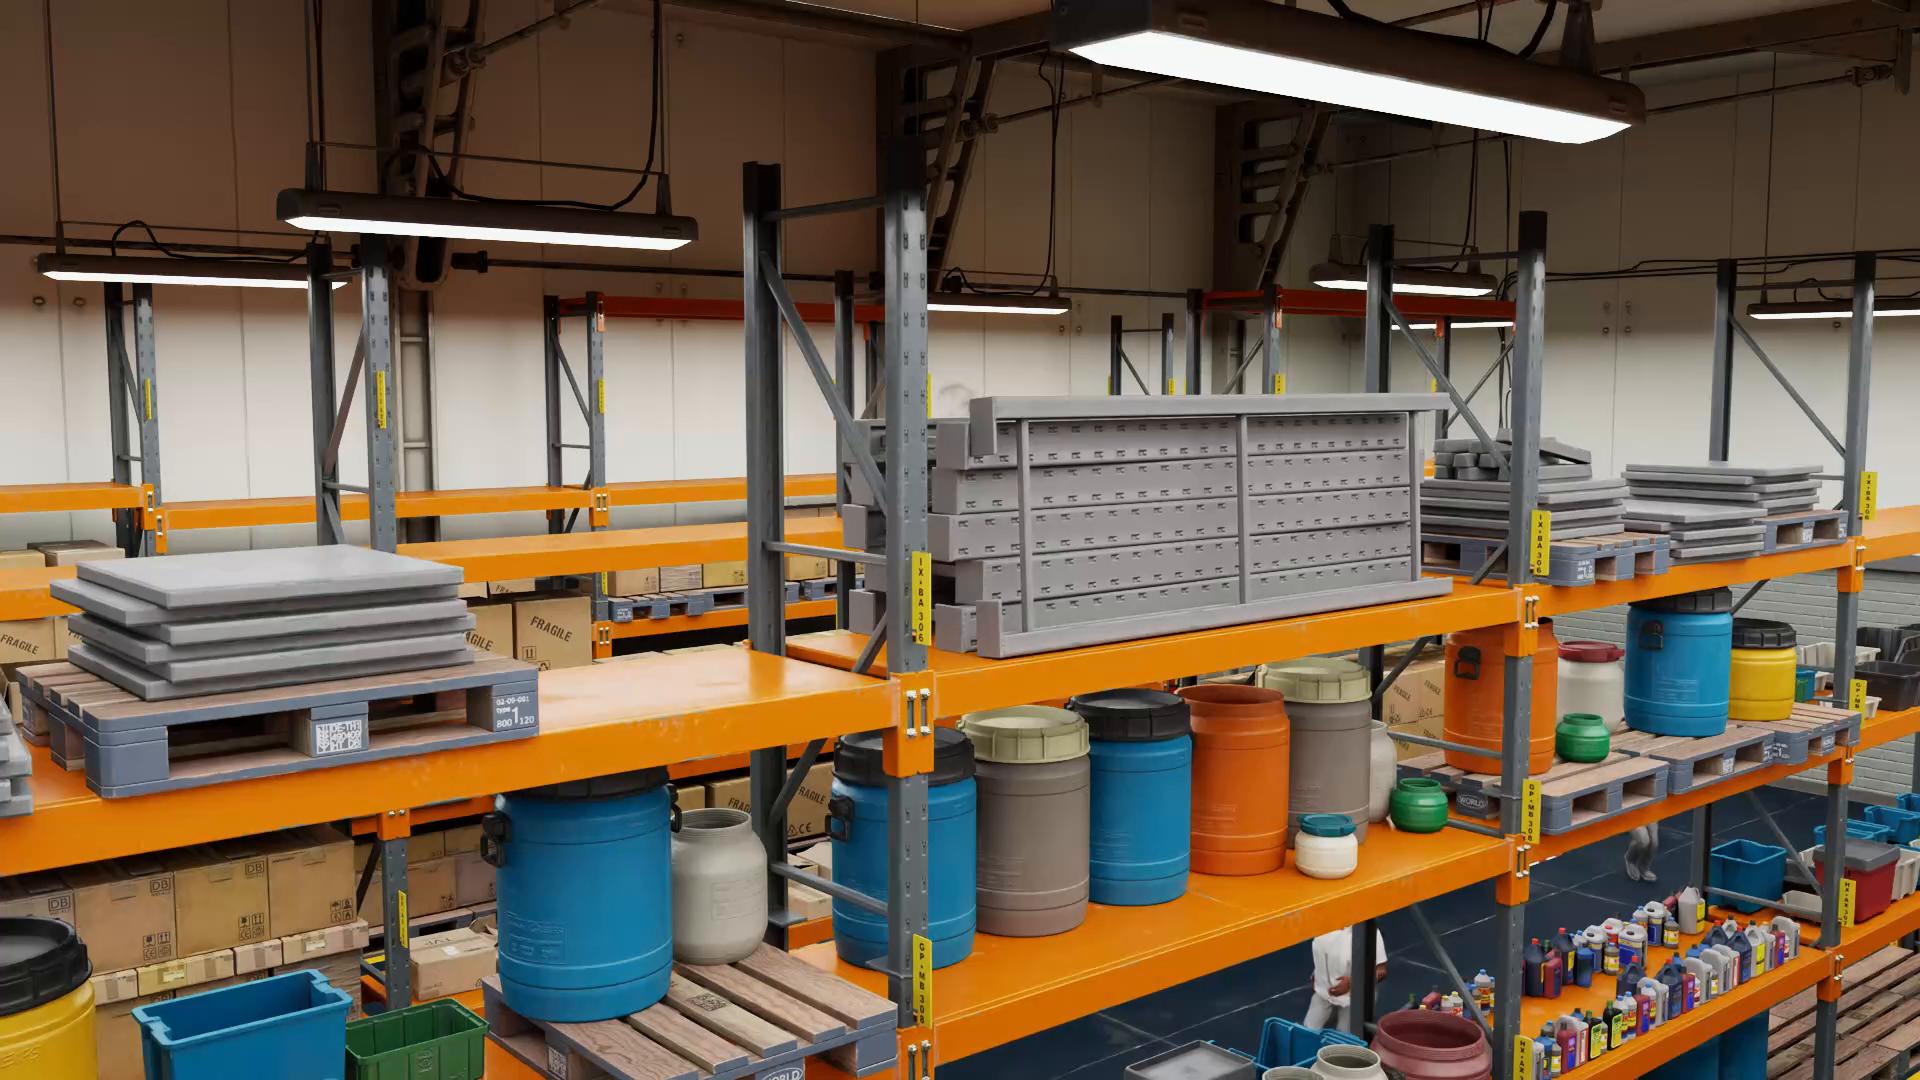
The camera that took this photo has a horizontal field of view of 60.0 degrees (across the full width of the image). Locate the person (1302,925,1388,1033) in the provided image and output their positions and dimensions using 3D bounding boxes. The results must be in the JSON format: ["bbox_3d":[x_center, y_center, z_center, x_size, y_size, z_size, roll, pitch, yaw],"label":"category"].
[{"bbox_3d":[2.631,3.185,11.534,0.672,1.753,0.697,-5,7,-42],"label":"person"}]

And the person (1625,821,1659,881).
[{"bbox_3d":[6.923,2.714,17.036,0.585,1.629,0.550,-1,6,-7],"label":"person"}]
